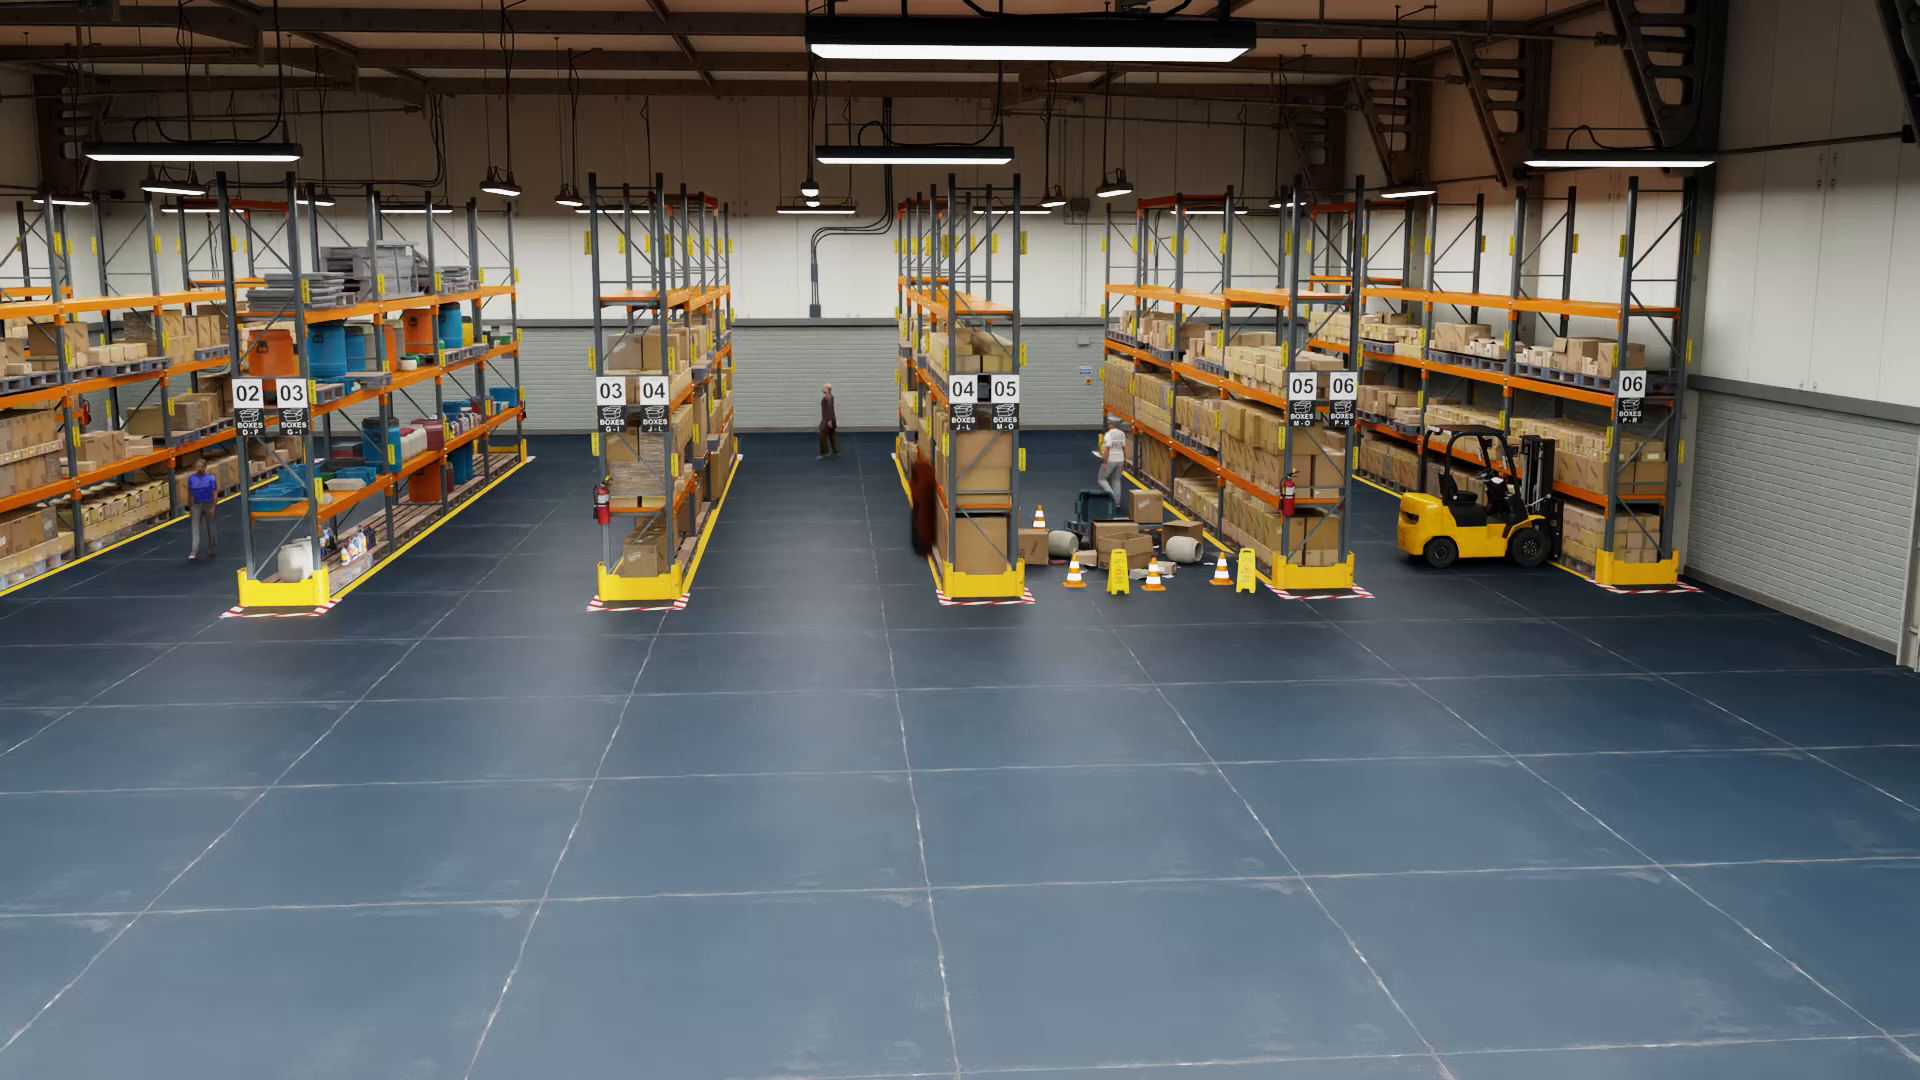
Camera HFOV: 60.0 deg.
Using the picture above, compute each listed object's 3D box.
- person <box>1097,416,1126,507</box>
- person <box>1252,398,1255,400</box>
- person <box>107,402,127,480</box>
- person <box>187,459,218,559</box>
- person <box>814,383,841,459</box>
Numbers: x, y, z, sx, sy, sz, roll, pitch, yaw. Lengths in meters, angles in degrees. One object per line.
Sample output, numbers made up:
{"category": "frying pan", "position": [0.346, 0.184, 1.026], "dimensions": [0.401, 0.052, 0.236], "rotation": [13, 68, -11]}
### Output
{"category": "person", "position": [2.977, -1.508, 32.160], "dimensions": [0.588, 1.763, 0.476], "rotation": [-8, 13, -38]}
{"category": "person", "position": [6.353, -2.235, 36.299], "dimensions": [0.659, 1.730, 1.098], "rotation": [-1, 10, -8]}
{"category": "person", "position": [-18.240, -2.119, 35.895], "dimensions": [0.514, 1.672, 0.448], "rotation": [8, 13, 37]}
{"category": "person", "position": [-12.233, -0.511, 26.839], "dimensions": [0.490, 1.603, 0.988], "rotation": [-4, 11, -21]}
{"category": "person", "position": [-3.151, -2.826, 39.700], "dimensions": [0.642, 1.824, 0.643], "rotation": [1, 10, 8]}
